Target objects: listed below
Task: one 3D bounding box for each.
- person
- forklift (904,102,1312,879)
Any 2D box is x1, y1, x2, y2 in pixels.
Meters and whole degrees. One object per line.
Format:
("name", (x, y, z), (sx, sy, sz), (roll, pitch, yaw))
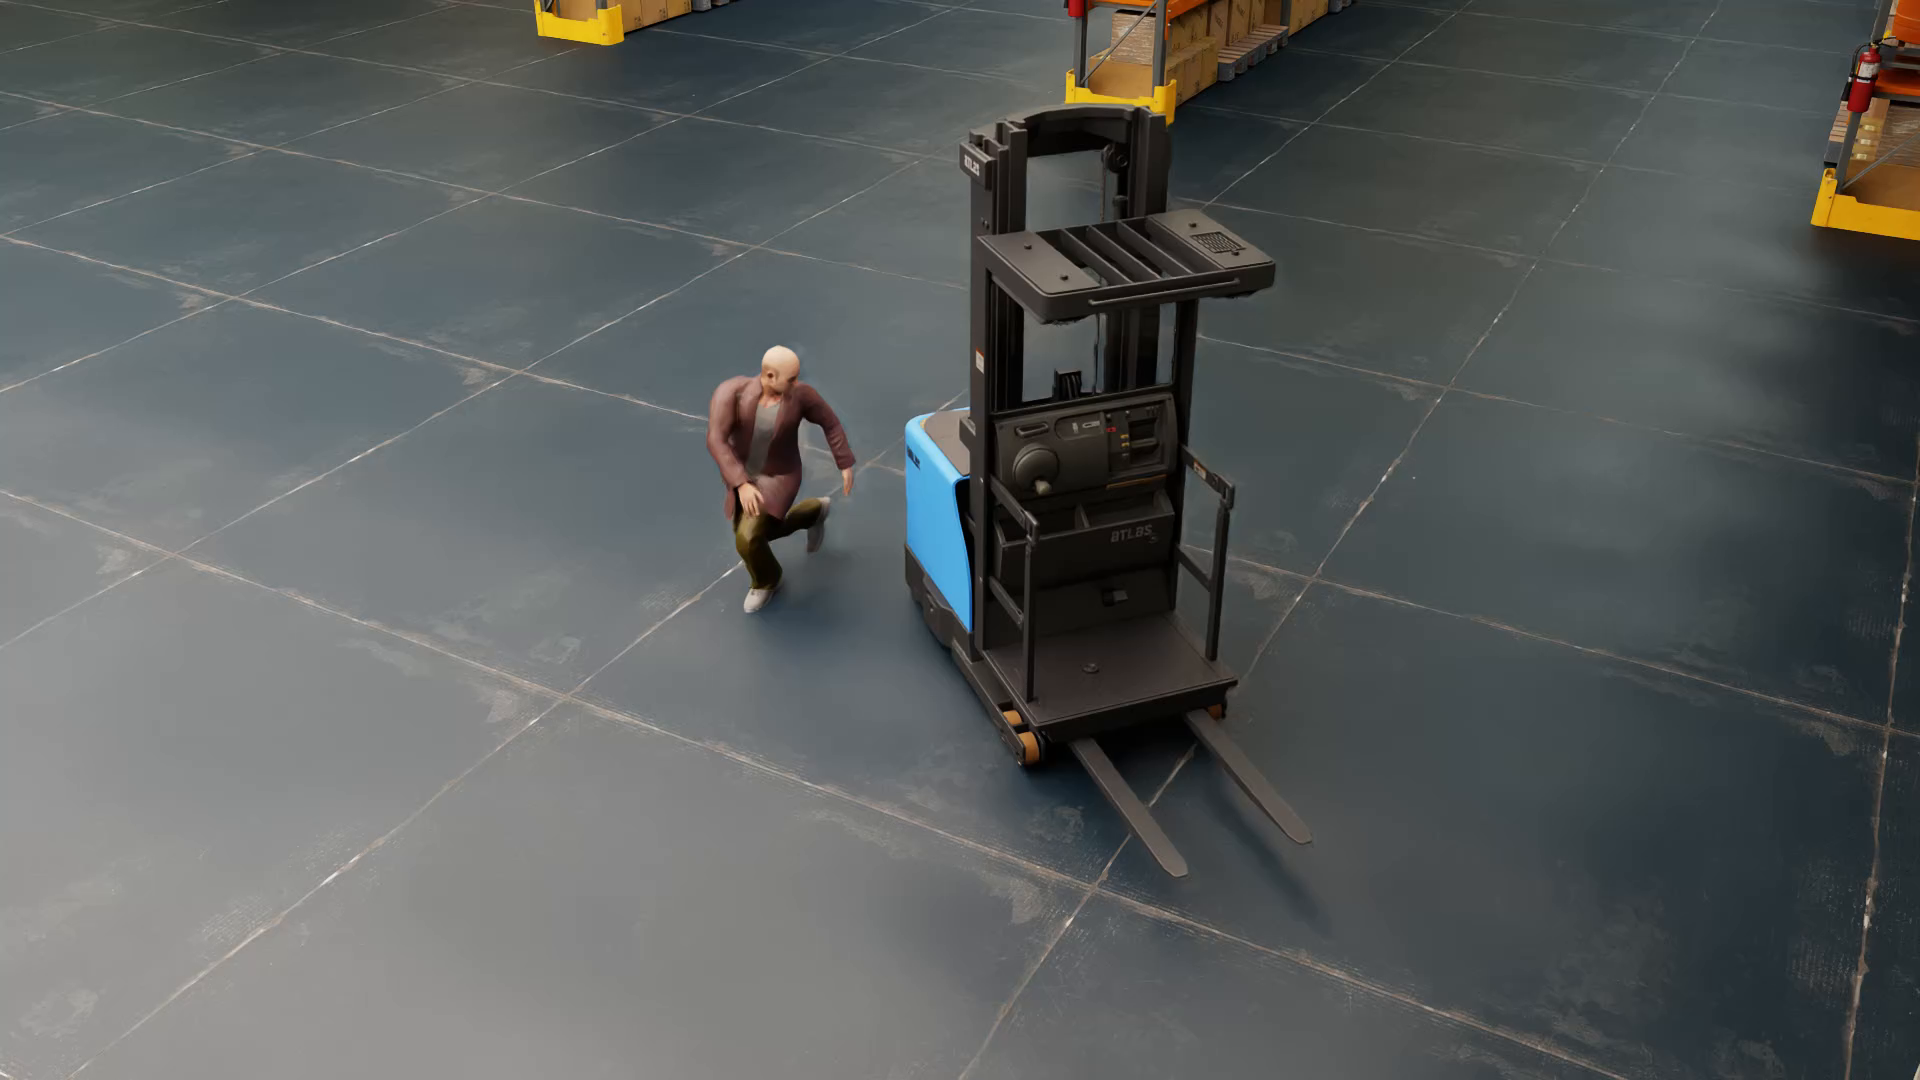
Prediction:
("person", (-0.995, -0.392, 9.195), (0.699, 1.548, 0.928), (11, 32, 18))
("forklift", (0.689, -0.406, 7.774), (1.130, 2.935, 3.031), (-11, 32, -18))
